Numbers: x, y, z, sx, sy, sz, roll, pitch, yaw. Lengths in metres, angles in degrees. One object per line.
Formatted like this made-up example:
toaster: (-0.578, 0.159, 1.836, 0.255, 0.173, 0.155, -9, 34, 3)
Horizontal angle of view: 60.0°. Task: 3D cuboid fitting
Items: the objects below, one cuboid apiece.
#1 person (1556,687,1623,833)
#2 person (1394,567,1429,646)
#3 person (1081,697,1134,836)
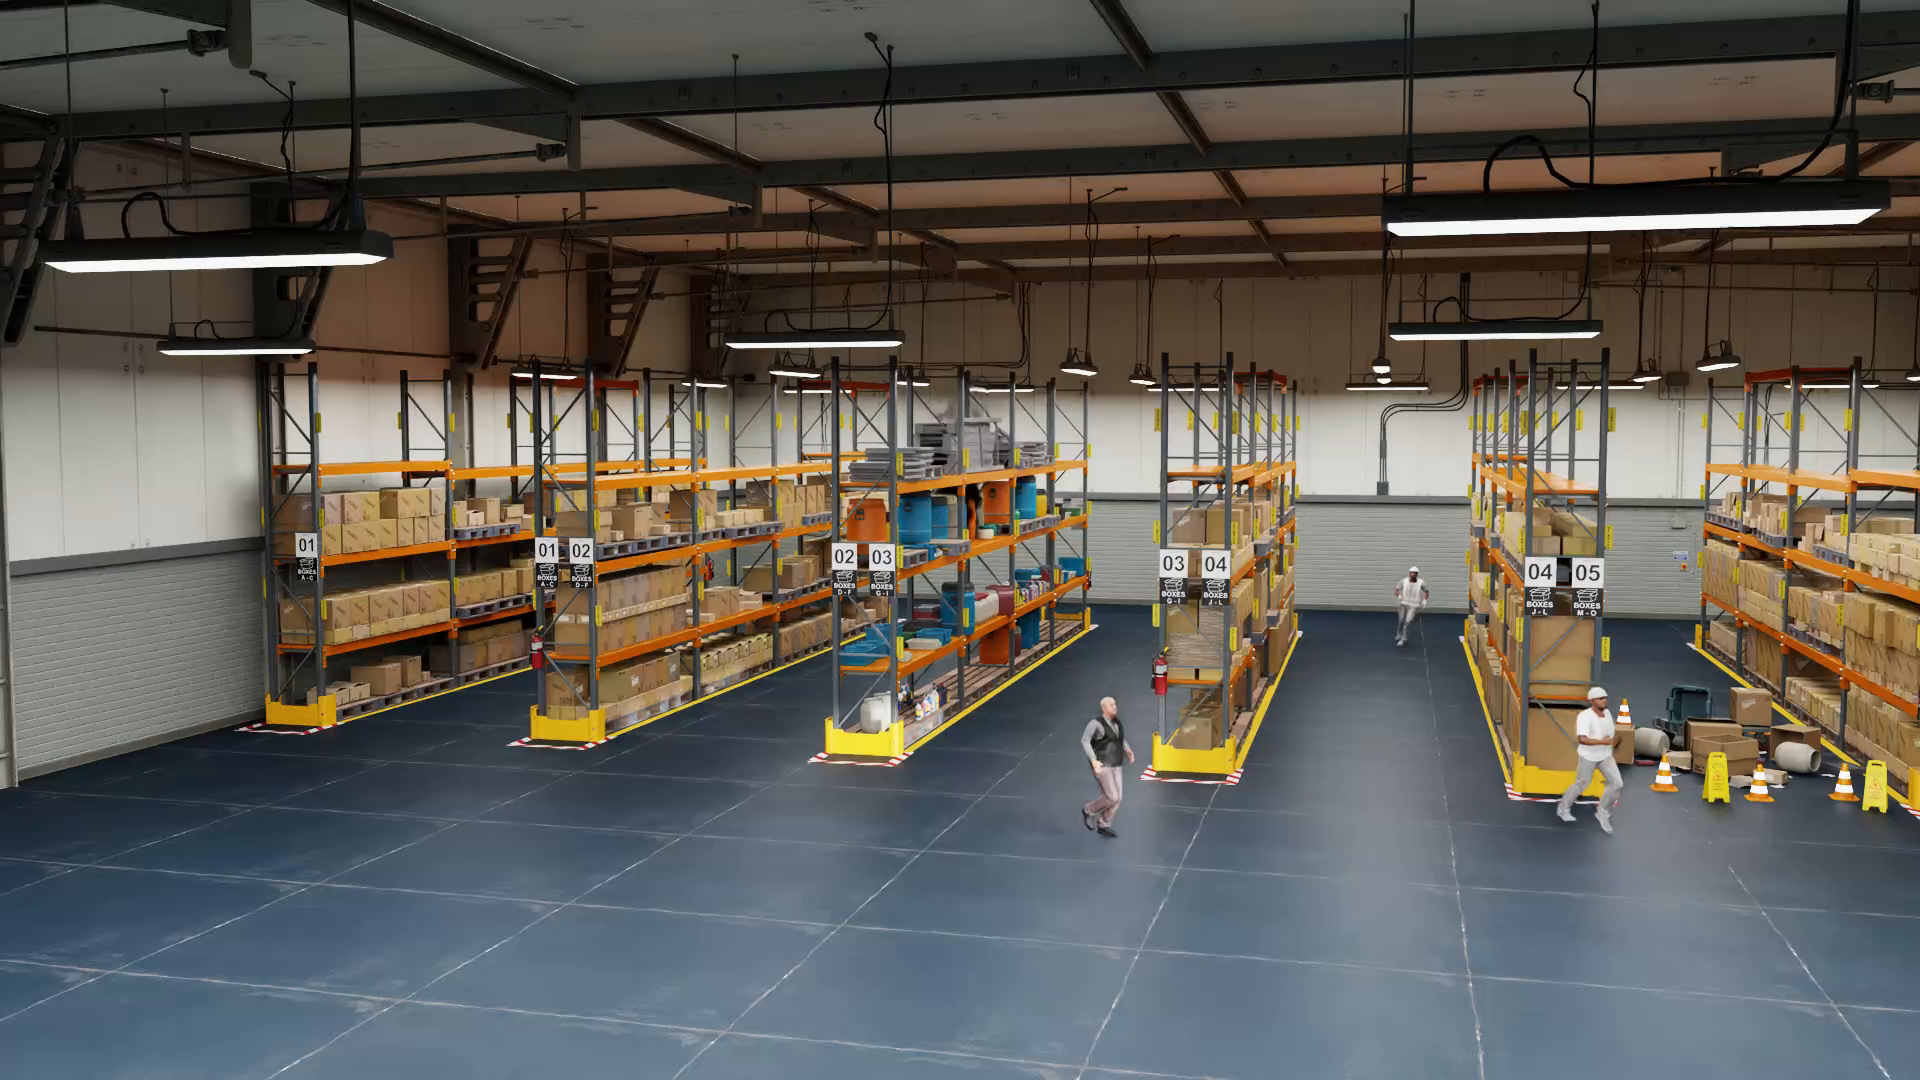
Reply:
person: (7.811, 2.687, 20.453, 0.713, 1.796, 0.886, -2, 4, -25)
person: (10.133, 1.479, 37.422, 0.743, 1.752, 0.980, 2, 4, 23)
person: (1.796, 2.745, 20.182, 0.576, 1.692, 0.676, 4, 6, 44)
